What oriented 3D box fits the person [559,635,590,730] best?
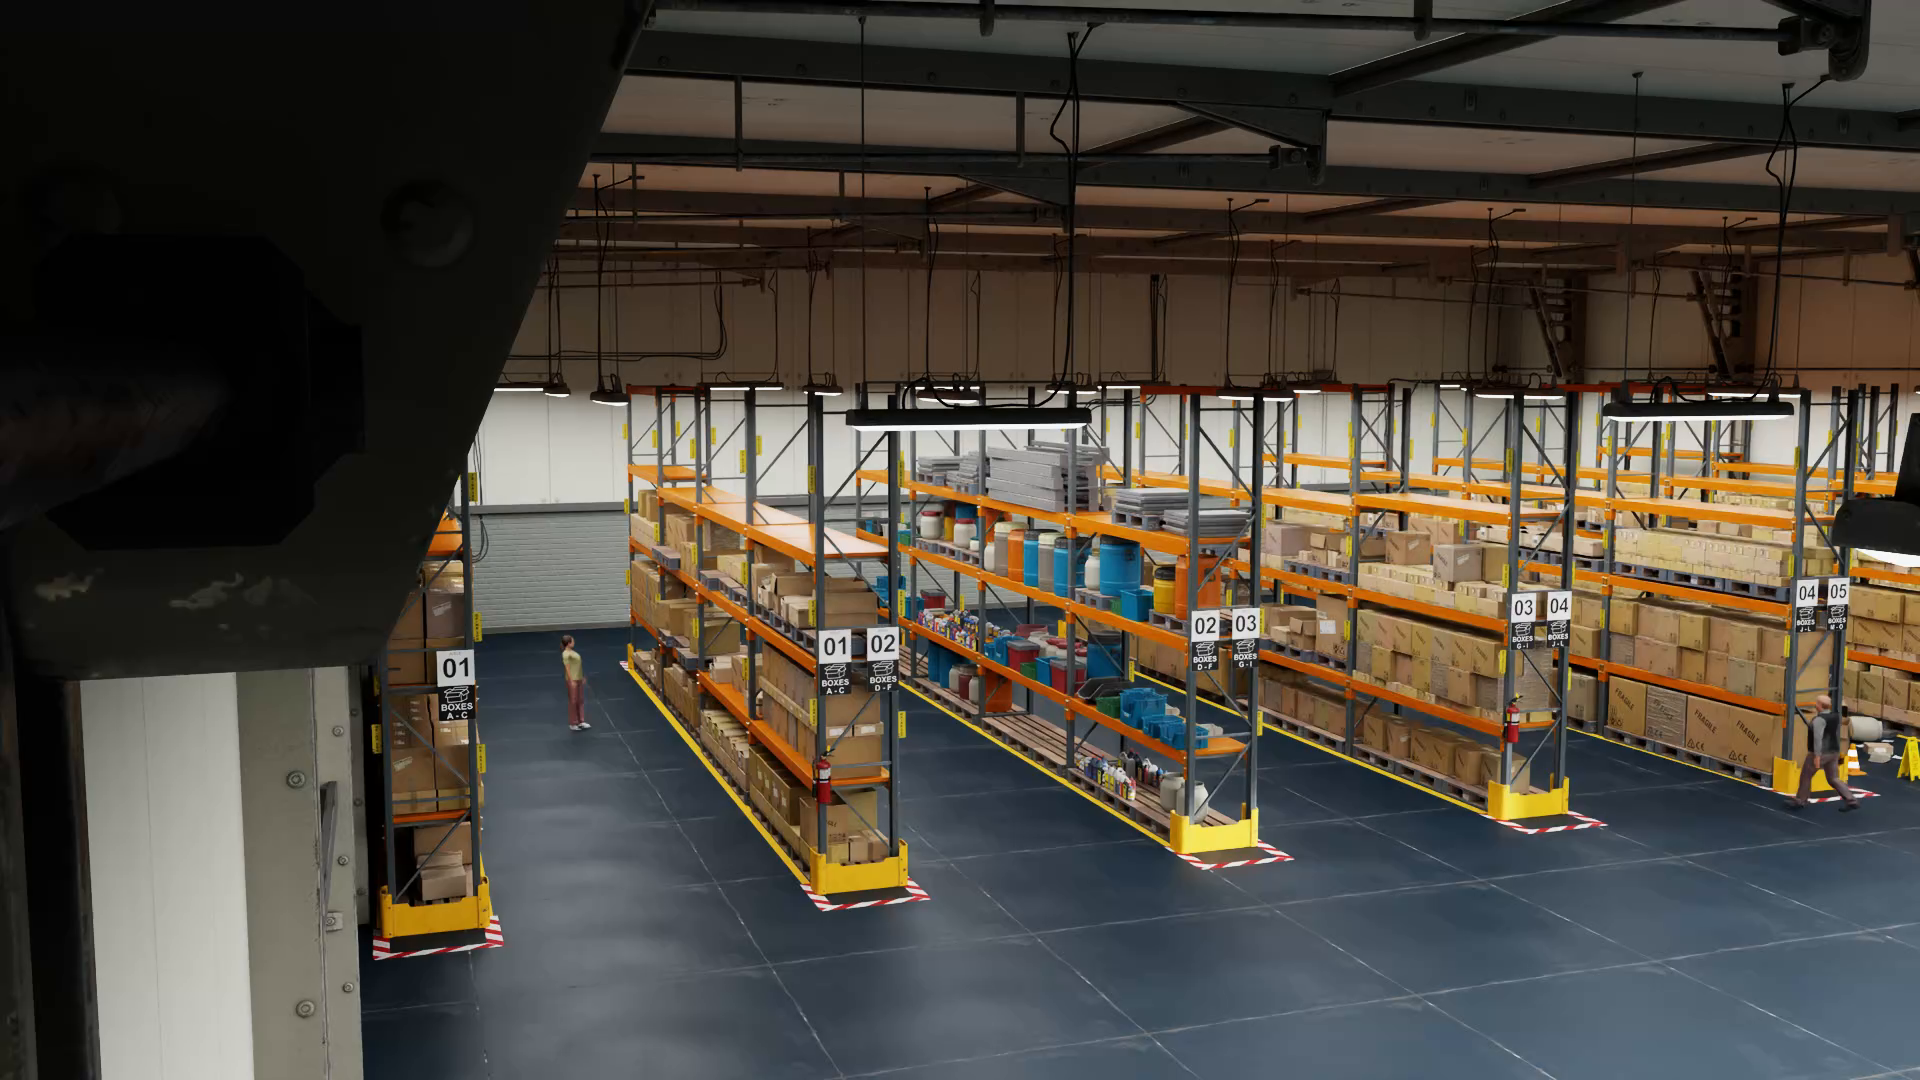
[{"bbox_3d":[-6.782,2.509,29.340,0.507,1.706,0.501,1,6,12],"label":"person"}]

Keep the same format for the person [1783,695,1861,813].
[{"bbox_3d":[12.336,3.050,23.698,0.554,1.687,1.010,-3,7,-28],"label":"person"}]
